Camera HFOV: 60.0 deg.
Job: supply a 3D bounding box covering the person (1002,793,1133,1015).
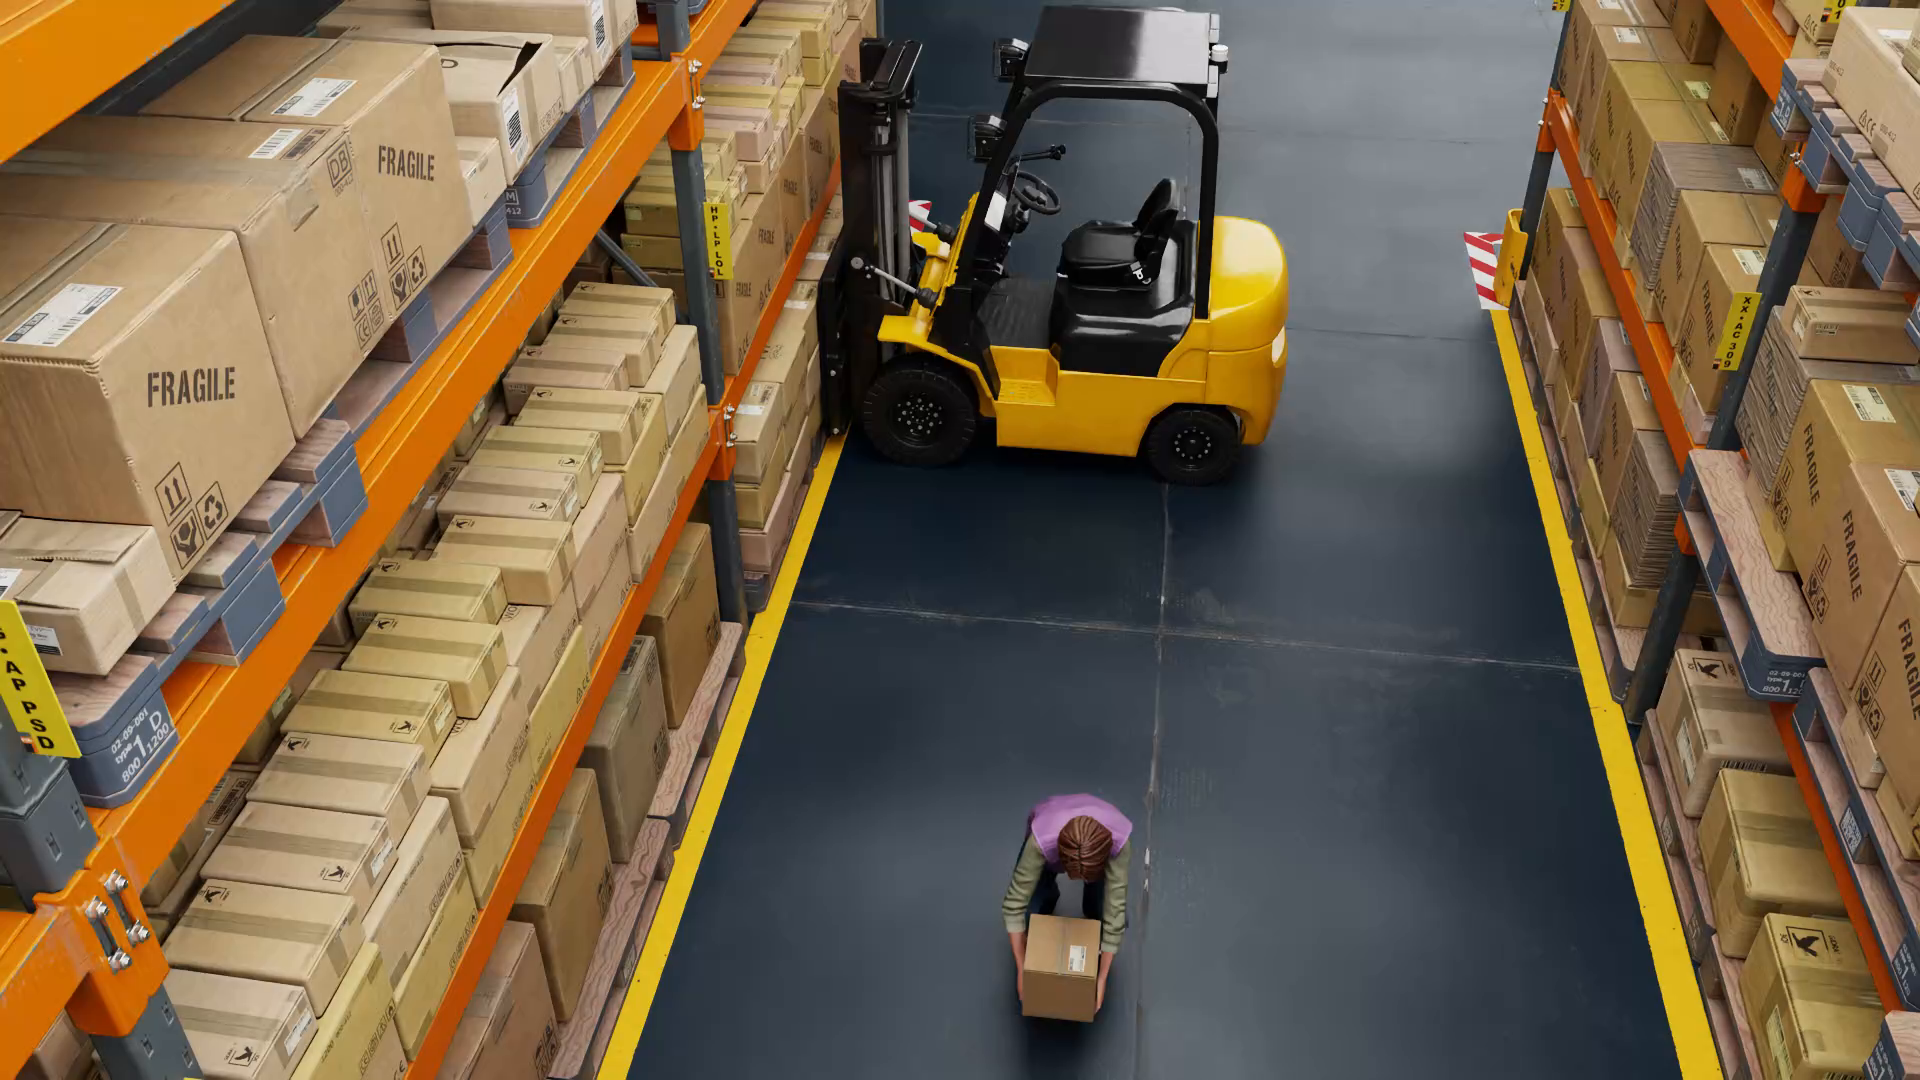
[{"bbox_3d":[0.397,1.207,6.018,0.451,0.895,0.807,4,37,6],"label":"person"}]
